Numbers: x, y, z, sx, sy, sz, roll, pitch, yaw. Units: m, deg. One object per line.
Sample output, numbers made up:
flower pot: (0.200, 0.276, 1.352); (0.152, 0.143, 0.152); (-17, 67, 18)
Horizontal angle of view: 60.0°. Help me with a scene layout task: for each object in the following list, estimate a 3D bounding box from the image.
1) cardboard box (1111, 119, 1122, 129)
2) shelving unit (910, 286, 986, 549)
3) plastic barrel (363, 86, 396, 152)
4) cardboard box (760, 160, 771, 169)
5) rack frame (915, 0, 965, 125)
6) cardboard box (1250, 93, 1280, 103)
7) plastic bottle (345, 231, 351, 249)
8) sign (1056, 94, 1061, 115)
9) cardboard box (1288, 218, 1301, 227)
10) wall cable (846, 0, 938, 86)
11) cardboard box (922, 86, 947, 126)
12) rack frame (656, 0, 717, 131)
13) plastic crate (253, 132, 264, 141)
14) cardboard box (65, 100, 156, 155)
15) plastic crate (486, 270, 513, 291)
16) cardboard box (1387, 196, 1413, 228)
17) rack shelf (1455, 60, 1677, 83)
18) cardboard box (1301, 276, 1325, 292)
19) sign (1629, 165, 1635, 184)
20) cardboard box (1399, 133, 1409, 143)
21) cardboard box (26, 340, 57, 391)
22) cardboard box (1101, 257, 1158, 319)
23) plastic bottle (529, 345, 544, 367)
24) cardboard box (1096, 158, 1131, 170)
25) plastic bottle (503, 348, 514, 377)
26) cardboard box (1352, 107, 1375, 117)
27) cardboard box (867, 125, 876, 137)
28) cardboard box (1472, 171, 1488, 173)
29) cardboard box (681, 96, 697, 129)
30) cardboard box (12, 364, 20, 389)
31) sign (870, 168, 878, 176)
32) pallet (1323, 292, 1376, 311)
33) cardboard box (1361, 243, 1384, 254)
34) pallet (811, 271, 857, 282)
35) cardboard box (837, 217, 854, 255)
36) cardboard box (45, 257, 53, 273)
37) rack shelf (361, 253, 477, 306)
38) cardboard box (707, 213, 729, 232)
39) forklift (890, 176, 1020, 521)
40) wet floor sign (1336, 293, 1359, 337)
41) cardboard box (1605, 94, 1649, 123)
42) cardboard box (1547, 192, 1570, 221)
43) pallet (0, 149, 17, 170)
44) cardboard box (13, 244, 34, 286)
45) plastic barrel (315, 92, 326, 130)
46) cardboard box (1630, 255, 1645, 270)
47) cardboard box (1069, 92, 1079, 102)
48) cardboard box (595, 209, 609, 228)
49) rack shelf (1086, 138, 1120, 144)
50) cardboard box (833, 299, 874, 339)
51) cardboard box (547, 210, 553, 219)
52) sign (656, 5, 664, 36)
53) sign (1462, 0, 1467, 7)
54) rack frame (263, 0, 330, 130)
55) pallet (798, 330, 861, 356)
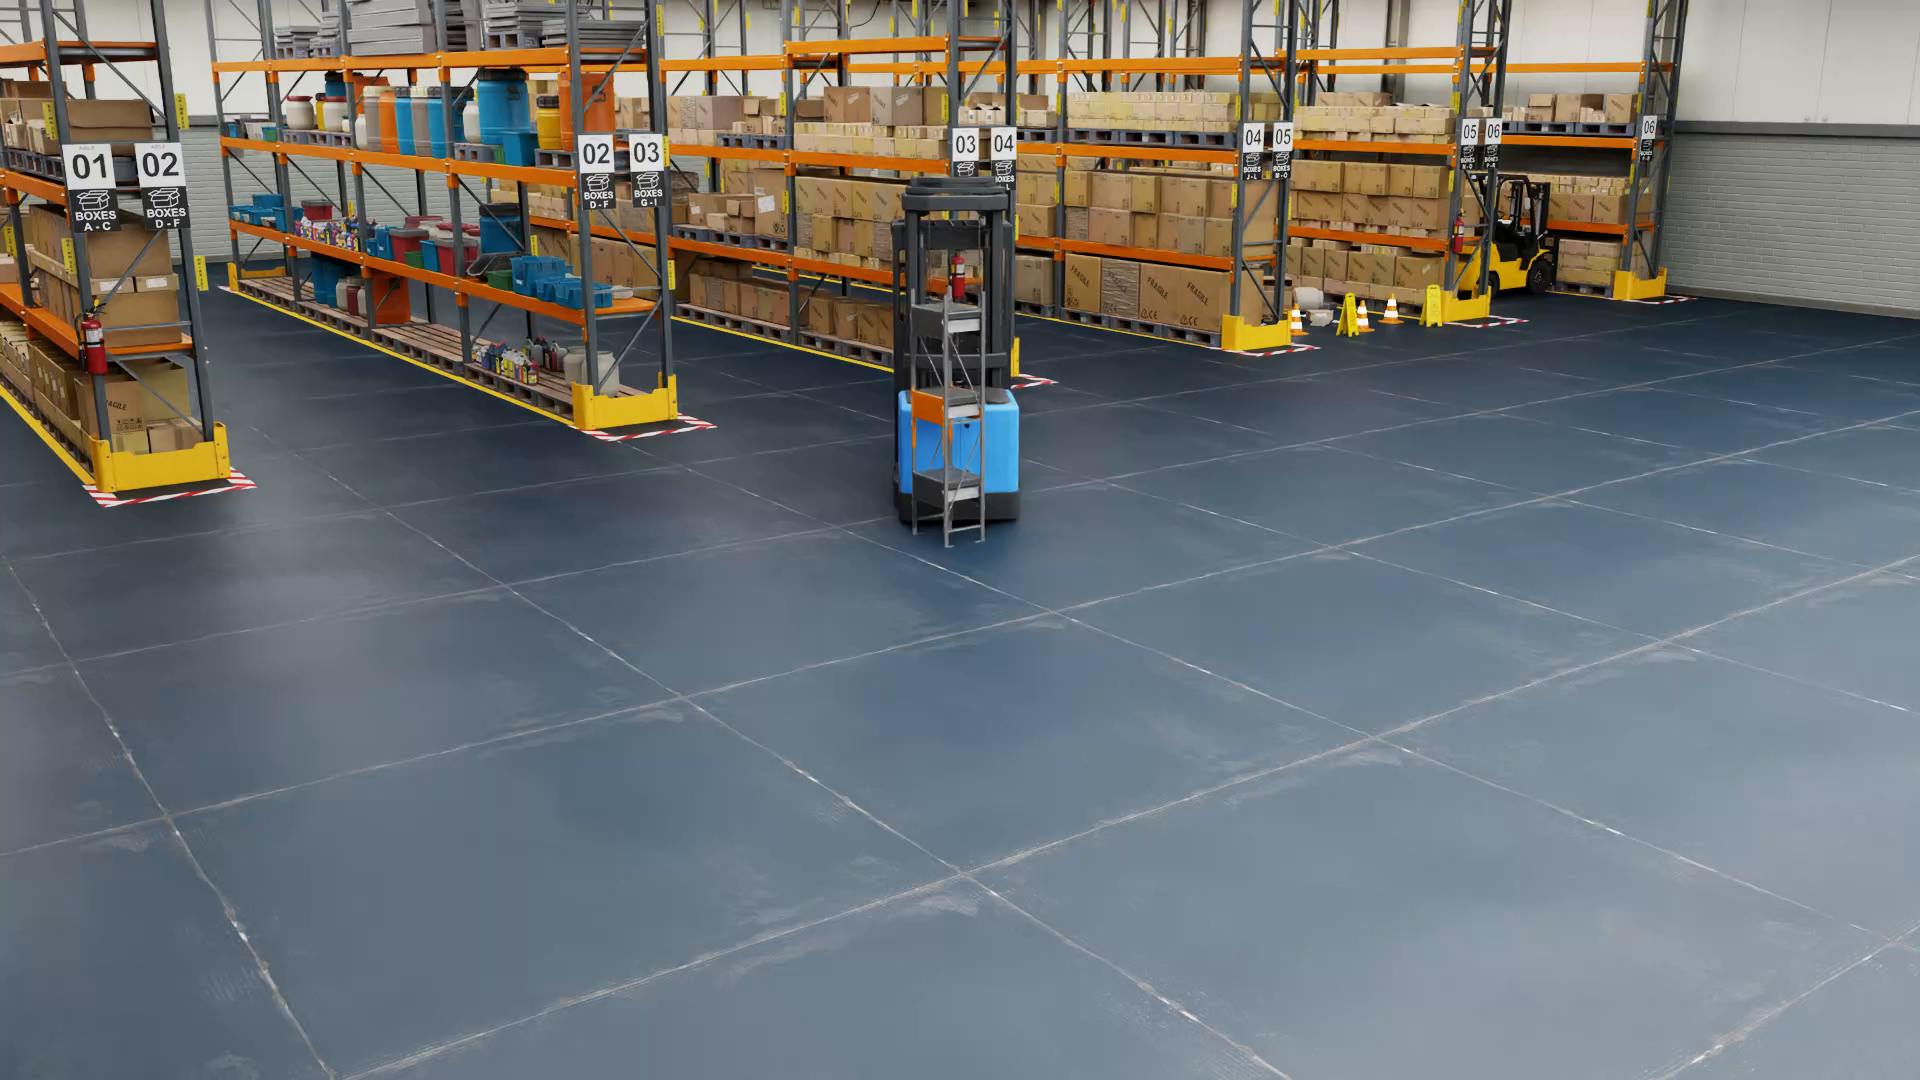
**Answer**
cardboard box: (2.536, -6.387, 25.537); (0.380, 0.149, 0.250); (-11, 19, -35)
shelving unit: (-0.101, -1.022, 13.834); (0.431, 2.100, 0.503); (-10, 18, -33)
plastic barrel: (-8.125, -5.974, 23.590); (0.600, 0.901, 0.600); (0, 15, 0)
cardboard box: (-3.799, -7.819, 34.316); (0.500, 0.500, 0.500); (-10, 18, -33)
rack frame: (-0.355, -8.905, 29.567); (1.000, 3.000, 0.127); (-11, 19, -35)
cardboard box: (4.410, -6.385, 24.022); (0.380, 0.149, 0.250); (-11, 19, -34)
plastic bottle: (-9.318, -4.571, 25.339); (0.097, 0.271, 0.097); (0, 15, 0)
sign: (1.564, -6.919, 26.417); (0.100, 0.325, 0.005); (-11, 19, -35)
cardboard box: (6.058, -5.663, 29.562); (0.380, 0.149, 0.250); (-10, 18, -33)
wall cable: (-1.801, -13.133, 44.942); (2.988, 3.039, 0.133); (-11, 19, -35)
cardboard box: (-0.377, -5.794, 22.180); (0.500, 0.500, 0.500); (-11, 19, -35)
rack frame: (-4.426, -8.157, 26.833); (1.000, 3.000, 0.127); (-11, 19, -35)
plastic crate: (-11.840, -6.881, 28.352); (0.293, 0.136, 0.466); (-11, 19, -35)
cardboard box: (-8.072, -3.908, 15.735); (0.797, 0.503, 0.637); (-9, 18, -31)
plastic crate: (-5.511, -3.205, 20.504); (0.450, 0.188, 0.662); (-11, 19, -35)
cardboard box: (7.461, -5.466, 27.611); (0.500, 0.500, 0.500); (-11, 19, -34)
rack shelf: (11.131, -8.645, 30.738); (1.077, 0.370, 4.000); (-11, 19, -35)
cardboard box: (6.393, -4.544, 29.408); (0.500, 0.250, 0.500); (-10, 18, -31)
sign: (11.860, -6.456, 29.340); (0.100, 0.325, 0.005); (-11, 19, -35)
cardboard box: (7.461, -6.626, 27.398); (0.380, 0.149, 0.250); (-11, 19, -34)
cardboard box: (-10.070, -1.963, 18.558); (0.500, 0.500, 0.500); (-11, 19, -35)
cardboard box: (2.844, -3.998, 26.232); (0.875, 0.875, 0.875); (-11, 19, -34)
plastic bottle: (-5.461, -2.377, 21.404); (0.152, 0.276, 0.135); (-11, 19, -35)
cardboard box: (3.074, -7.402, 33.355); (0.500, 0.500, 0.500); (-11, 19, -36)
plastic bottle: (-5.581, -2.207, 20.643); (0.144, 0.351, 0.185); (-11, 19, -35)
cardboard box: (6.844, -7.221, 28.059); (0.380, 0.149, 0.250); (-10, 18, -33)
cardboard box: (-1.021, -5.477, 22.254); (0.380, 0.149, 0.250); (-12, 19, -37)
cardboard box: (10.143, -7.070, 32.244); (0.380, 0.149, 0.250); (-11, 19, -34)
cardboard box: (-4.062, -6.750, 26.239); (0.500, 0.500, 0.500); (-11, 19, -34)
cardboard box: (-11.165, -2.010, 20.150); (0.500, 0.250, 0.500); (-10, 18, -33)
sign: (-2.385, -10.080, 45.404); (0.329, 0.494, 0.001); (-11, 19, -35)
pallet: (7.087, -4.204, 29.036); (1.003, 0.211, 1.213); (-11, 19, -35)
cardboard box: (7.043, -4.954, 28.256); (0.380, 0.149, 0.250); (-10, 18, -32)
pallet: (-2.247, -5.355, 33.241); (1.003, 0.211, 1.213); (-11, 19, -35)
cardboard box: (-1.219, -4.292, 23.322); (0.875, 0.500, 0.500); (-11, 19, -35)
cardboard box: (-9.486, -2.928, 17.674); (0.380, 0.149, 0.250); (-12, 19, -36)
rack shelf: (-7.256, -3.721, 23.351); (1.077, 0.370, 4.000); (-11, 19, -35)
cardboard box: (-3.627, -5.000, 26.151); (0.500, 0.250, 0.500); (-12, 19, -36)
forklift: (-0.086, -1.916, 15.525); (1.130, 2.935, 3.031); (-1, 15, -3)
wet floor sign: (5.968, -3.469, 25.529); (0.232, 0.644, 0.267); (14, 21, 42)
cardboard box: (11.849, -7.667, 29.551); (0.500, 0.500, 0.500); (-10, 18, -33)
cardboard box: (11.206, -6.199, 30.853); (0.500, 0.500, 0.500); (-11, 19, -36)
pallet: (-10.618, -4.413, 19.199); (0.805, 0.209, 1.217); (-12, 19, -37)
cardboard box: (-11.441, -3.419, 20.697); (0.500, 0.500, 0.500); (-12, 19, -37)
plastic barrel: (-10.083, -6.926, 26.863); (0.600, 0.588, 0.600); (0, 15, 0)
cardboard box: (12.198, -5.115, 30.548); (0.500, 0.250, 0.500); (-10, 18, -34)
cardboard box: (1.936, -6.988, 26.225); (0.380, 0.149, 0.250); (-11, 19, -34)
cardboard box: (-6.119, -5.815, 29.449); (0.500, 0.500, 0.500); (-11, 19, -36)
rack shelf: (2.414, -8.329, 34.504); (1.077, 0.370, 4.000); (-11, 19, -35)
cardboard box: (-1.528, -3.193, 24.001); (0.500, 0.500, 0.500); (-5, 16, -17)
cardboard box: (-7.524, -6.120, 31.232); (0.380, 0.149, 0.250); (-11, 19, -35)
sign: (-3.281, -5.664, 18.119); (0.100, 0.325, 0.005); (-11, 19, -35)
sign: (7.833, -8.432, 25.768); (0.100, 0.325, 0.005); (-11, 19, -35)
rack frame: (-10.784, -8.242, 27.145); (1.000, 3.000, 0.127); (-11, 19, -35)
pallet: (-1.651, -2.926, 24.368); (1.003, 0.211, 1.213); (-11, 19, -35)
